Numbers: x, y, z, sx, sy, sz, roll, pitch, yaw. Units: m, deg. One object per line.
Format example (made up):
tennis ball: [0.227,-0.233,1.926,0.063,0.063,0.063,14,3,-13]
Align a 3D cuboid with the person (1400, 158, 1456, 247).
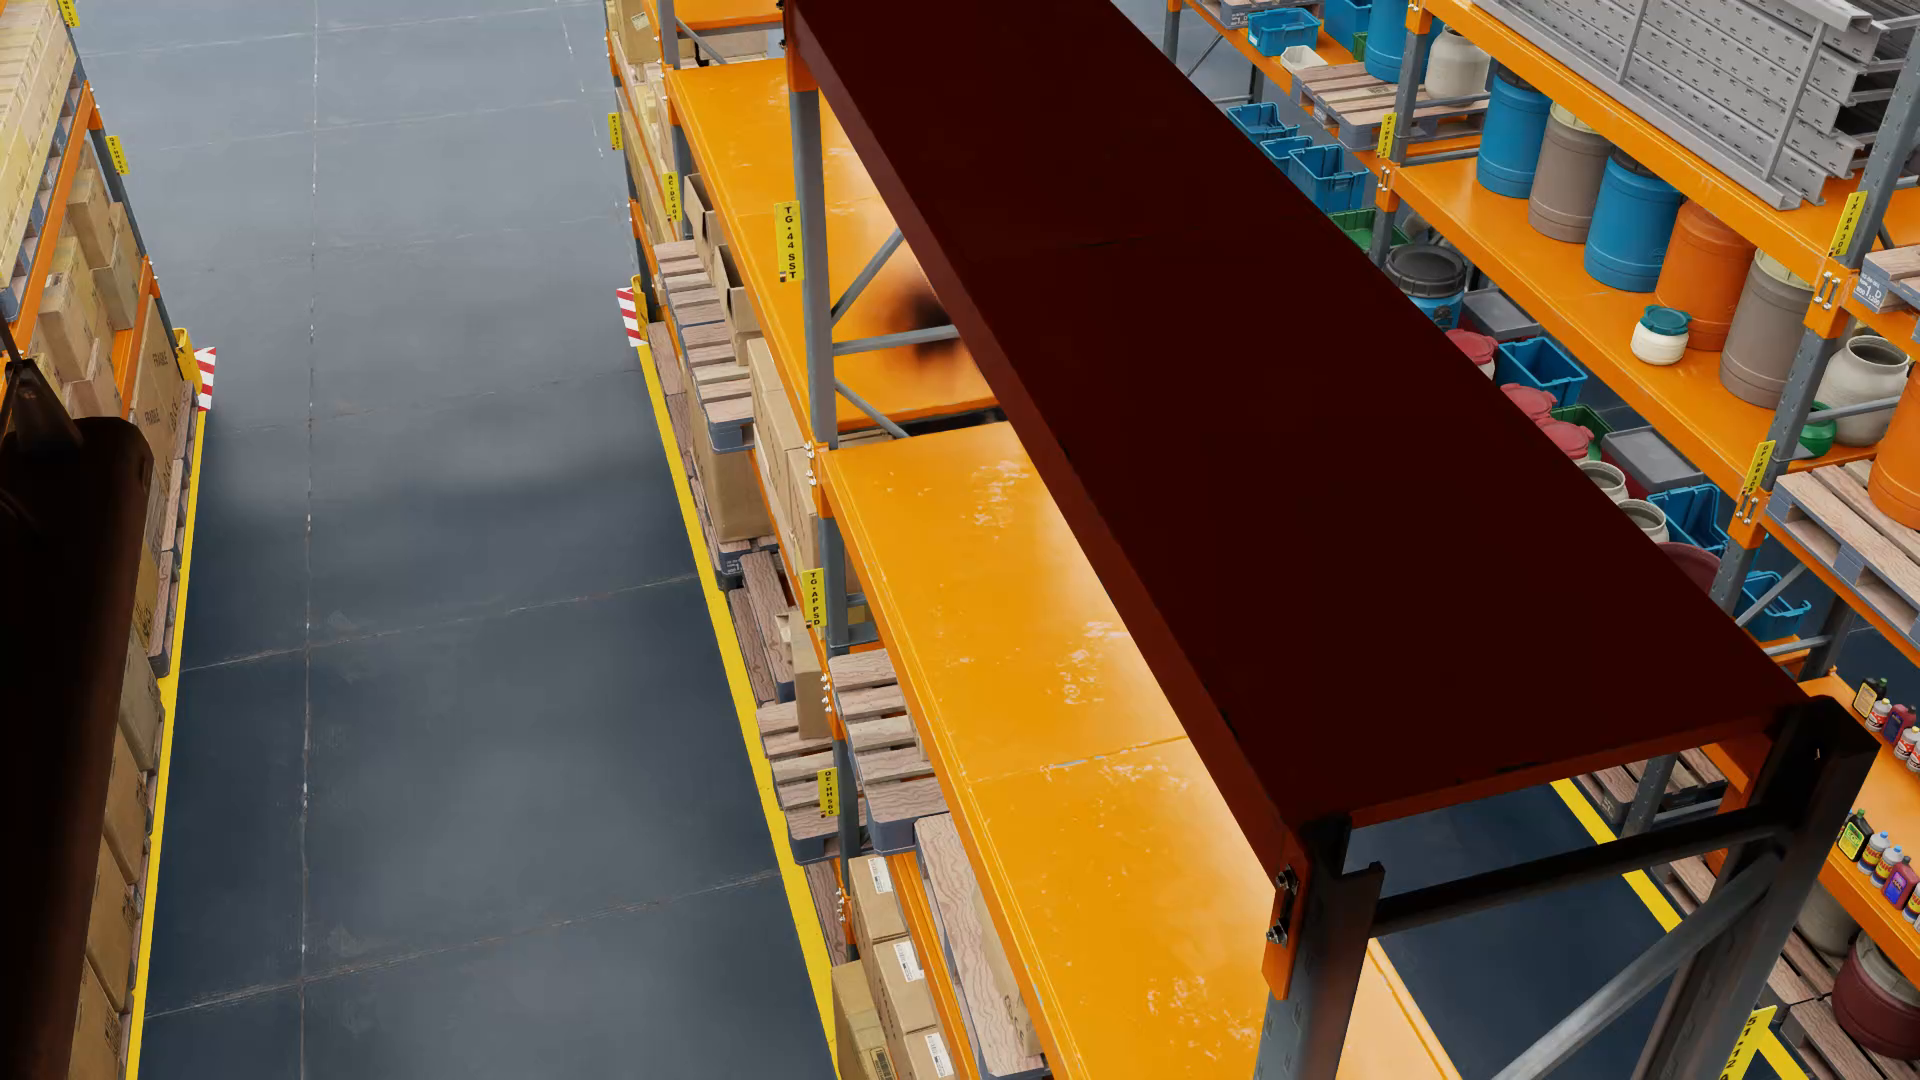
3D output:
person: [4.339,-2.939,15.255,0.547,1.652,0.995,-11,40,-13]
